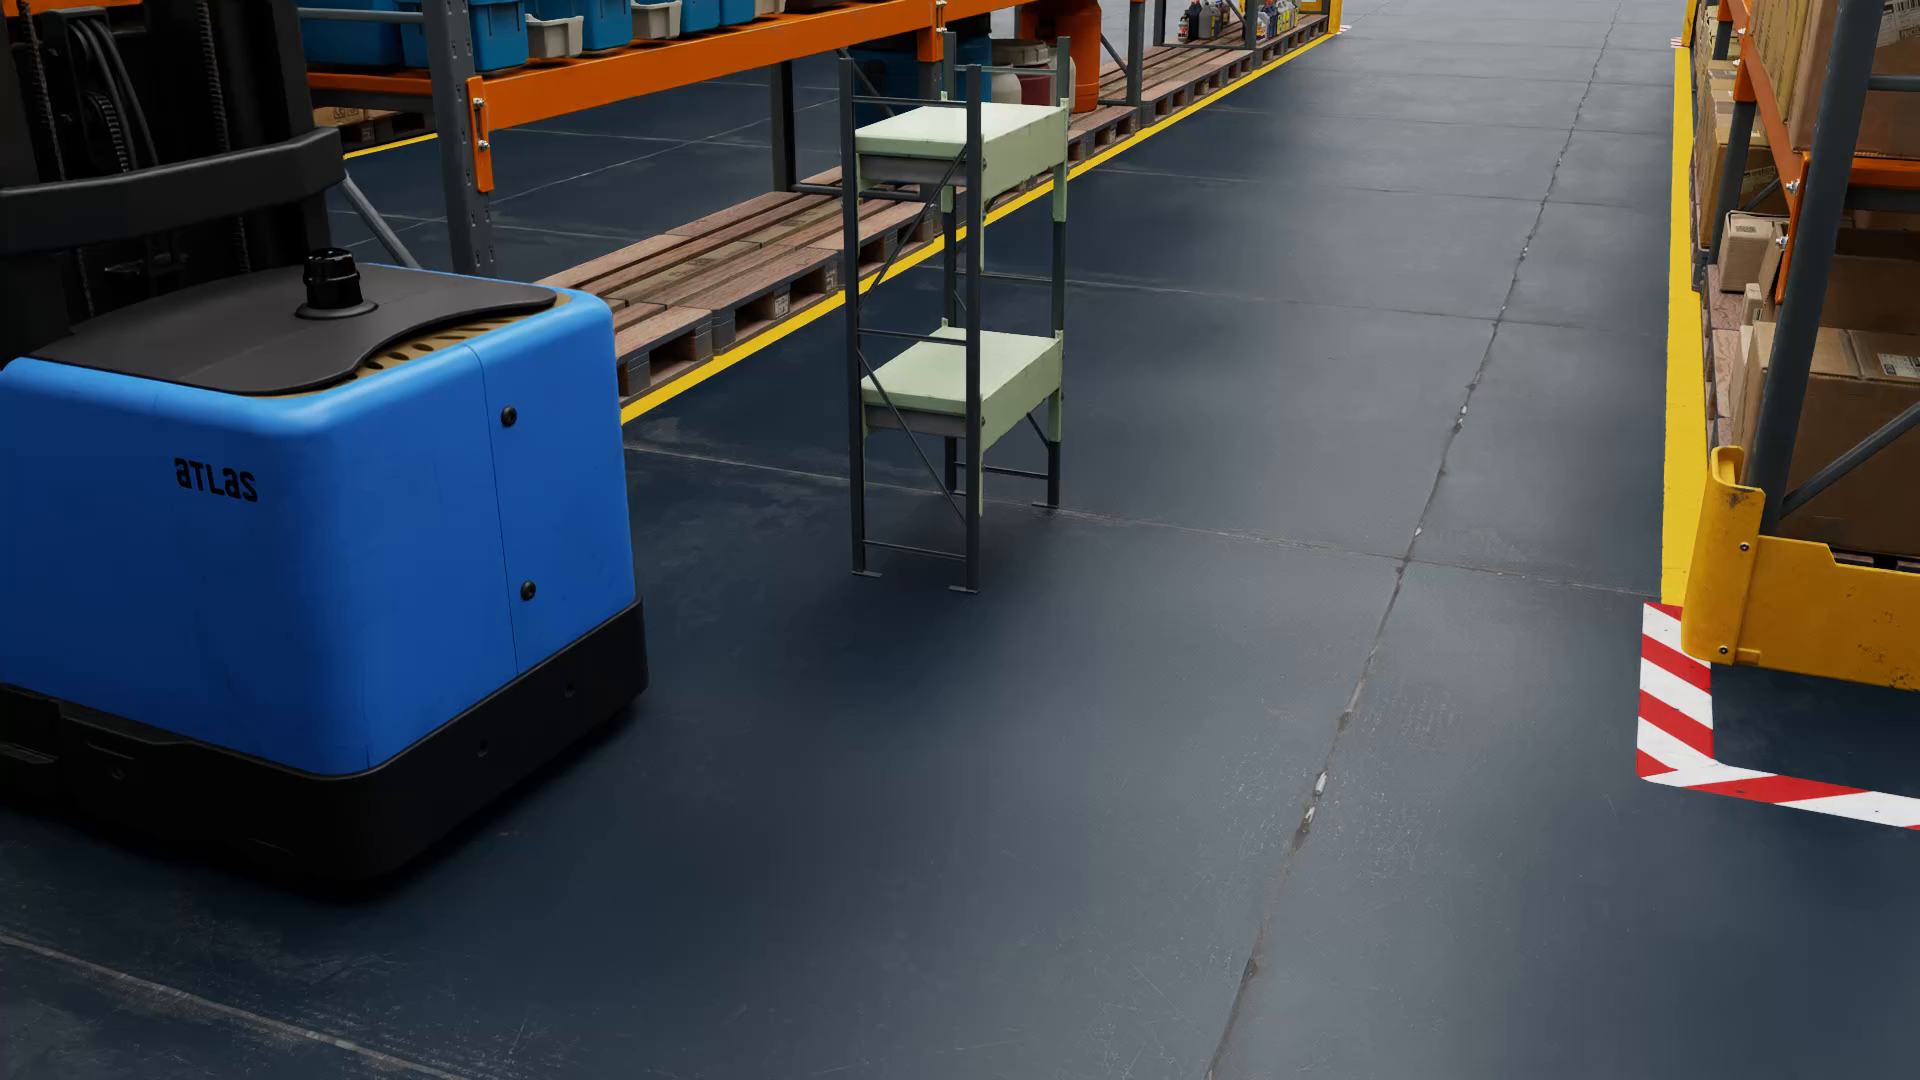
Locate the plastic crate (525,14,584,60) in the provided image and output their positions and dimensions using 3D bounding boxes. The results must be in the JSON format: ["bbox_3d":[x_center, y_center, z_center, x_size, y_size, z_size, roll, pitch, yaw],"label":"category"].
[{"bbox_3d":[-1.477,-1.778,5.879,0.250,0.136,0.298,9,24,20],"label":"plastic crate"}]

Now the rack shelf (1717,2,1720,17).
[{"bbox_3d":[6.242,-4.264,12.500,1.077,0.370,4.000,9,24,20],"label":"rack shelf"}]

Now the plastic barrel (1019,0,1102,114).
[{"bbox_3d":[0.736,-3.606,12.261,0.600,0.830,0.708,9,24,20],"label":"plastic barrel"}]

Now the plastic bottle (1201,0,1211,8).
[{"bbox_3d":[2.550,-5.459,17.293,0.144,0.351,0.185,9,24,20],"label":"plastic bottle"}]

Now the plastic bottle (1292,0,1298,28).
[{"bbox_3d":[3.572,-5.639,17.811,0.061,0.283,0.133,9,24,21],"label":"plastic bottle"}]

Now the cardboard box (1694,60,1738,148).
[{"bbox_3d":[5.065,-2.808,10.753,0.500,0.500,0.500,10,25,22],"label":"cardboard box"}]

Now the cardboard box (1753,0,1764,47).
[{"bbox_3d":[3.384,-2.168,6.418,0.500,0.500,0.500,9,24,21],"label":"cardboard box"}]

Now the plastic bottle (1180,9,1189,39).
[{"bbox_3d":[2.260,-5.191,16.739,0.061,0.283,0.133,10,25,23],"label":"plastic bottle"}]

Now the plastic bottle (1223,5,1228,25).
[{"bbox_3d":[2.872,-5.724,18.122,0.097,0.201,0.097,0,23,0],"label":"plastic bottle"}]

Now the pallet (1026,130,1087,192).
[{"bbox_3d":[0.193,-2.581,11.155,1.003,0.211,1.213,9,24,20],"label":"pallet"}]

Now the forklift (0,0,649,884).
[{"bbox_3d":[-2.342,-1.009,3.863,3.031,2.935,1.130,10,25,23],"label":"forklift"}]

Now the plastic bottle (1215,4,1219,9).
[{"bbox_3d":[2.655,-5.422,17.293,0.061,0.283,0.133,9,24,20],"label":"plastic bottle"}]

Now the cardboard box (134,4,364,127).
[{"bbox_3d":[-4.964,-3.314,11.503,1.225,0.875,0.875,9,24,20],"label":"cardboard box"}]

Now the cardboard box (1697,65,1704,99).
[{"bbox_3d":[6.034,-3.577,12.945,0.500,0.250,0.500,9,24,21],"label":"cardboard box"}]

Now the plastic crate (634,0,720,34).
[{"bbox_3d":[-1.184,-2.191,6.742,0.416,0.233,0.300,9,24,20],"label":"plastic crate"}]

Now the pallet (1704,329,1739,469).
[{"bbox_3d":[3.306,-0.478,6.121,1.003,0.211,1.213,9,24,20],"label":"pallet"}]

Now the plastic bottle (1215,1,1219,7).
[{"bbox_3d":[2.746,-5.635,17.817,0.097,0.271,0.097,0,23,0],"label":"plastic bottle"}]

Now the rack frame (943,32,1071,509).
[{"bbox_3d":[0.138,-0.825,5.280,0.400,1.500,0.023,9,24,20],"label":"rack frame"}]

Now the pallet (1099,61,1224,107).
[{"bbox_3d":[1.680,-4.011,14.578,1.003,0.211,1.213,9,24,20],"label":"pallet"}]

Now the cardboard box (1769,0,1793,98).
[{"bbox_3d":[2.821,-1.627,5.123,0.500,0.500,0.500,9,24,20],"label":"cardboard box"}]

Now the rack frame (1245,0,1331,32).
[{"bbox_3d":[3.873,-7.453,19.202,1.000,3.000,0.127,9,24,20],"label":"rack frame"}]

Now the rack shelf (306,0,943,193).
[{"bbox_3d":[-1.327,-2.112,7.347,1.077,0.370,4.000,9,24,20],"label":"rack shelf"}]

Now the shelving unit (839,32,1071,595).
[{"bbox_3d":[0.002,-0.694,4.967,0.431,1.500,0.755,9,24,20],"label":"shelving unit"}]

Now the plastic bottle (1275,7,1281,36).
[{"bbox_3d":[3.243,-5.322,17.052,0.061,0.283,0.133,10,25,22],"label":"plastic bottle"}]

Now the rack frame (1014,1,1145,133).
[{"bbox_3d":[0.902,-4.591,12.349,1.000,3.000,0.127,9,24,20],"label":"rack frame"}]

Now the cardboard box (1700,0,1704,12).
[{"bbox_3d":[7.881,-5.675,16.994,0.500,0.500,0.500,9,24,20],"label":"cardboard box"}]

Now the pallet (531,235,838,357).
[{"bbox_3d":[-1.273,-1.166,7.767,1.003,0.211,1.213,9,24,20],"label":"pallet"}]

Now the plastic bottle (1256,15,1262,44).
[{"bbox_3d":[2.913,-5.017,16.339,0.097,0.271,0.097,0,23,0],"label":"plastic bottle"}]

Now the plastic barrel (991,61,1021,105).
[{"bbox_3d":[0.189,-2.840,10.840,0.421,0.512,0.421,0,23,0],"label":"plastic barrel"}]

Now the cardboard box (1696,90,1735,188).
[{"bbox_3d":[4.495,-2.253,9.425,0.500,0.500,0.500,8,24,18],"label":"cardboard box"}]

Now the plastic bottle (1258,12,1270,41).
[{"bbox_3d":[3.007,-5.139,16.625,0.152,0.276,0.135,10,25,22],"label":"plastic bottle"}]

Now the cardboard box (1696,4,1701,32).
[{"bbox_3d":[8.065,-5.508,17.567,0.500,0.250,0.500,9,24,20],"label":"cardboard box"}]

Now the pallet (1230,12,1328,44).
[{"bbox_3d":[3.582,-5.843,18.964,1.003,0.211,1.213,9,24,20],"label":"pallet"}]

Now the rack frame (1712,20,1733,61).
[{"bbox_3d":[5.499,-3.880,10.648,1.000,3.000,0.127,9,24,20],"label":"rack frame"}]

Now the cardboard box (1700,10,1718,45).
[{"bbox_3d":[6.409,-4.205,13.720,0.500,0.311,0.500,8,24,19],"label":"cardboard box"}]

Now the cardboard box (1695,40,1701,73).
[{"bbox_3d":[6.605,-4.128,14.263,0.500,0.250,0.500,8,24,19],"label":"cardboard box"}]

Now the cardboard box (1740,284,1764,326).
[{"bbox_3d":[3.345,-0.914,6.652,0.380,0.166,0.250,9,24,20],"label":"cardboard box"}]

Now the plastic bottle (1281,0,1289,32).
[{"bbox_3d":[3.370,-5.518,17.436,0.144,0.351,0.185,10,25,22],"label":"plastic bottle"}]

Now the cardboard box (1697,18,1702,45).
[{"bbox_3d":[7.506,-4.971,16.283,0.500,0.250,0.500,9,24,20],"label":"cardboard box"}]

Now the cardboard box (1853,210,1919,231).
[{"bbox_3d":[4.065,-1.254,7.032,0.500,0.500,0.500,9,24,20],"label":"cardboard box"}]

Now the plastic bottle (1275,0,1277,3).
[{"bbox_3d":[3.380,-5.612,17.747,0.061,0.283,0.133,9,24,20],"label":"plastic bottle"}]

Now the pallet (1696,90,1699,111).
[{"bbox_3d":[6.748,-3.756,13.967,1.003,0.211,1.213,9,24,20],"label":"pallet"}]

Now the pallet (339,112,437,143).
[{"bbox_3d":[-4.515,-3.307,12.892,1.003,0.211,1.213,9,24,20],"label":"pallet"}]

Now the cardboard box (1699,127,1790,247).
[{"bbox_3d":[3.931,-1.716,8.139,0.500,0.500,0.500,9,24,20],"label":"cardboard box"}]

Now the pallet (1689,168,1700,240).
[{"bbox_3d":[4.732,-1.897,9.517,1.003,0.211,1.213,9,24,20],"label":"pallet"}]

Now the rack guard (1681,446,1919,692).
[{"bbox_3d":[2.556,0.109,4.341,1.175,0.500,0.348,9,24,20],"label":"rack guard"}]

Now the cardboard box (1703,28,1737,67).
[{"bbox_3d":[5.842,-3.654,12.401,0.500,0.311,0.500,9,24,20],"label":"cardboard box"}]

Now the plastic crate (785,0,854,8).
[{"bbox_3d":[-0.751,-2.621,7.912,0.437,0.125,0.590,9,24,20],"label":"plastic crate"}]

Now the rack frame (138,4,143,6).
[{"bbox_3d":[-5.183,-3.868,10.619,1.000,3.000,0.127,9,24,20],"label":"rack frame"}]
